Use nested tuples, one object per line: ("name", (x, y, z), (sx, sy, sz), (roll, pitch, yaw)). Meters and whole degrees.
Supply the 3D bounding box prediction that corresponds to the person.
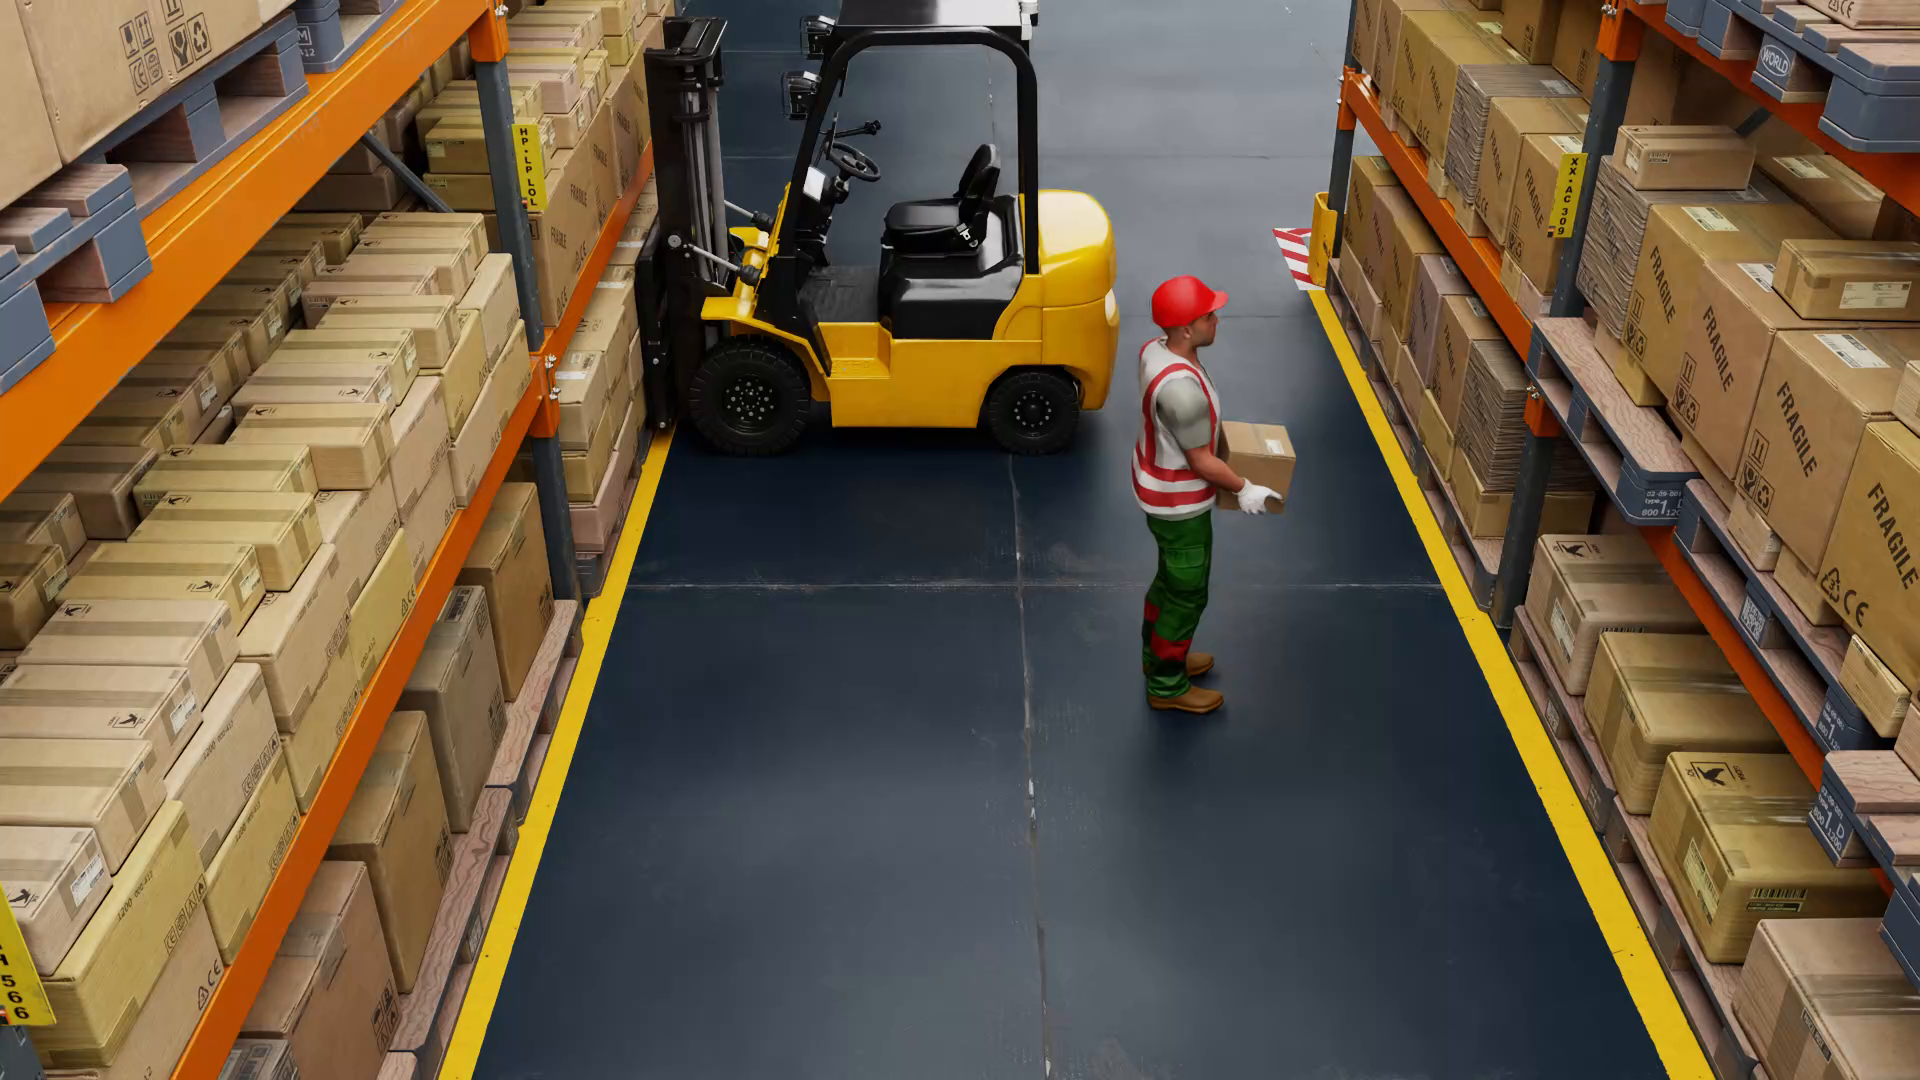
("person", (0.931, -0.170, 6.387), (0.547, 1.793, 0.519), (0, 31, -1))
